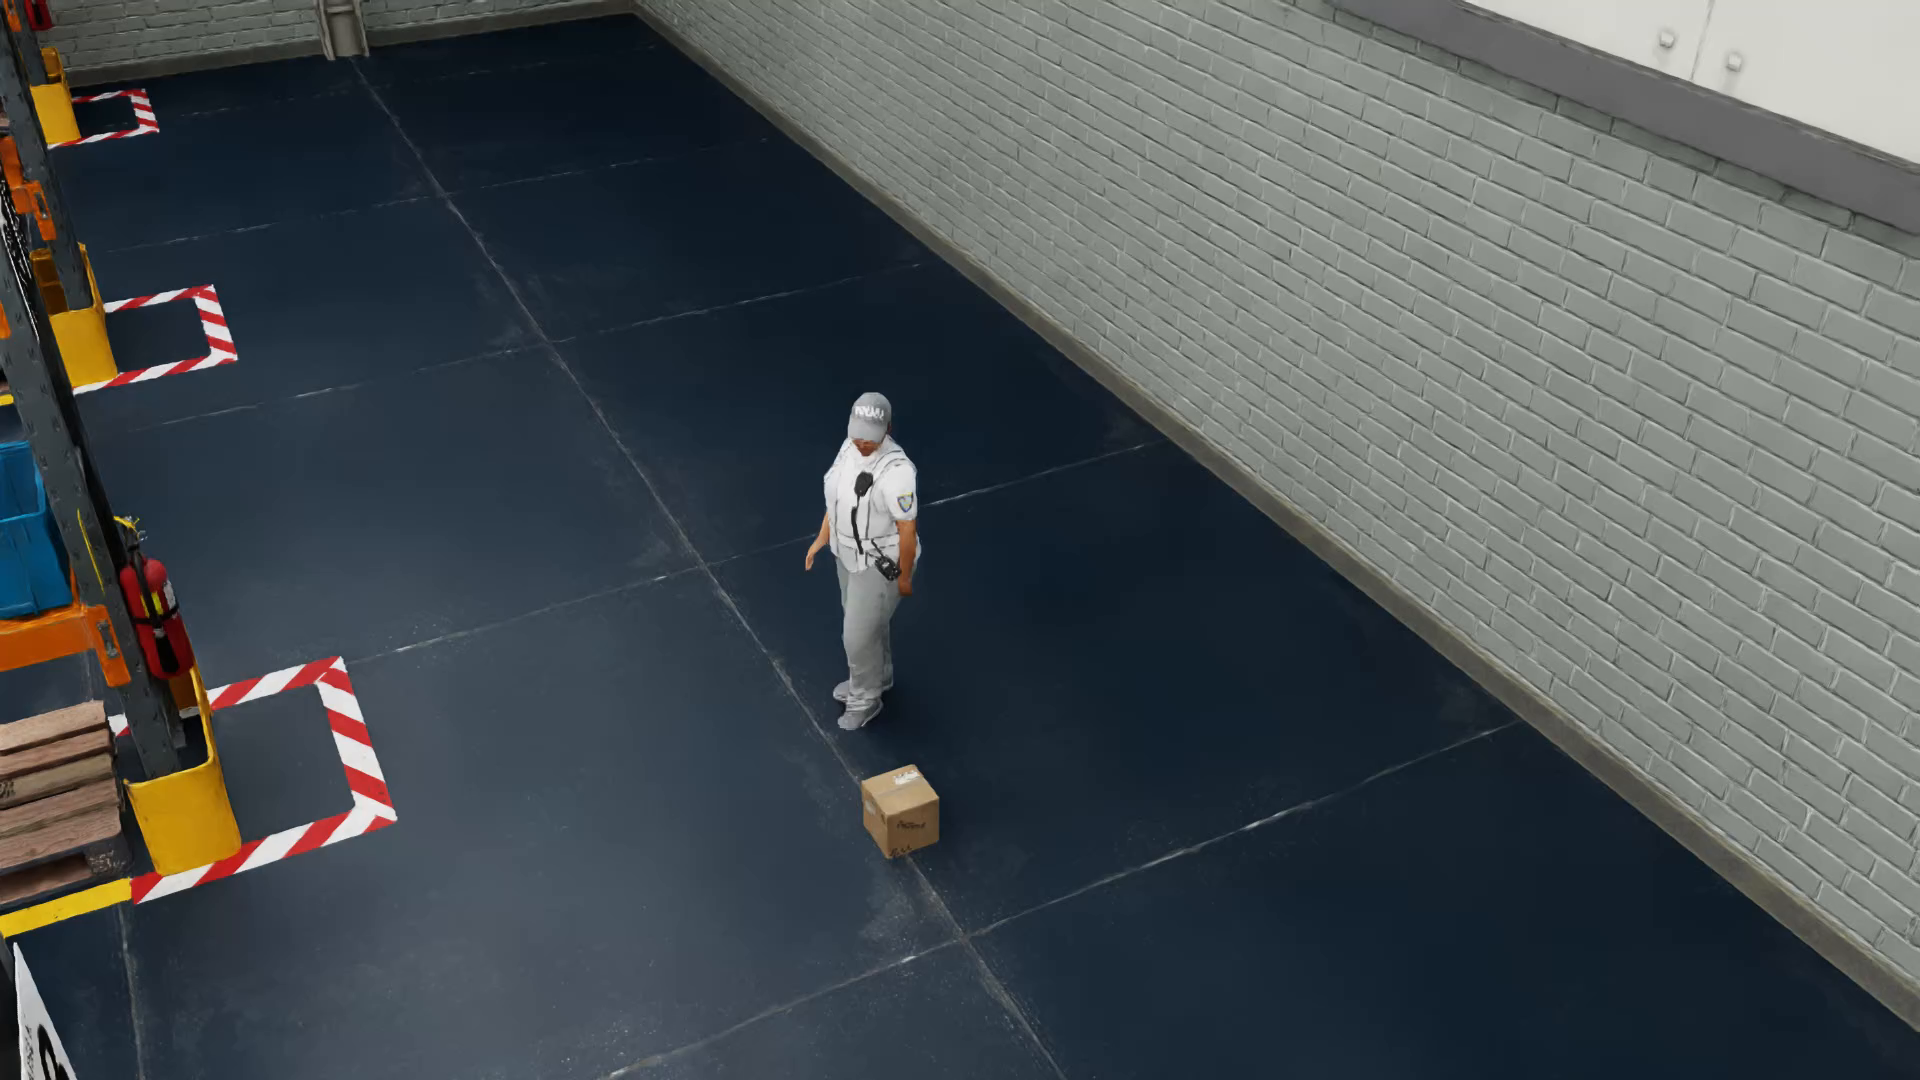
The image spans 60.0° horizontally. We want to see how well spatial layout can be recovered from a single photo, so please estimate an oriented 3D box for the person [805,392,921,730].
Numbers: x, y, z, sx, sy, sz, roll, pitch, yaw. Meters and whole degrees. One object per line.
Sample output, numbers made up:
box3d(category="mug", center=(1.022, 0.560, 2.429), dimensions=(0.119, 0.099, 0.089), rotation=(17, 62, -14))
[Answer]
box3d(category="person", center=(-0.423, 0.127, 7.460), dimensions=(0.468, 1.762, 0.502), rotation=(-16, 37, -23))
